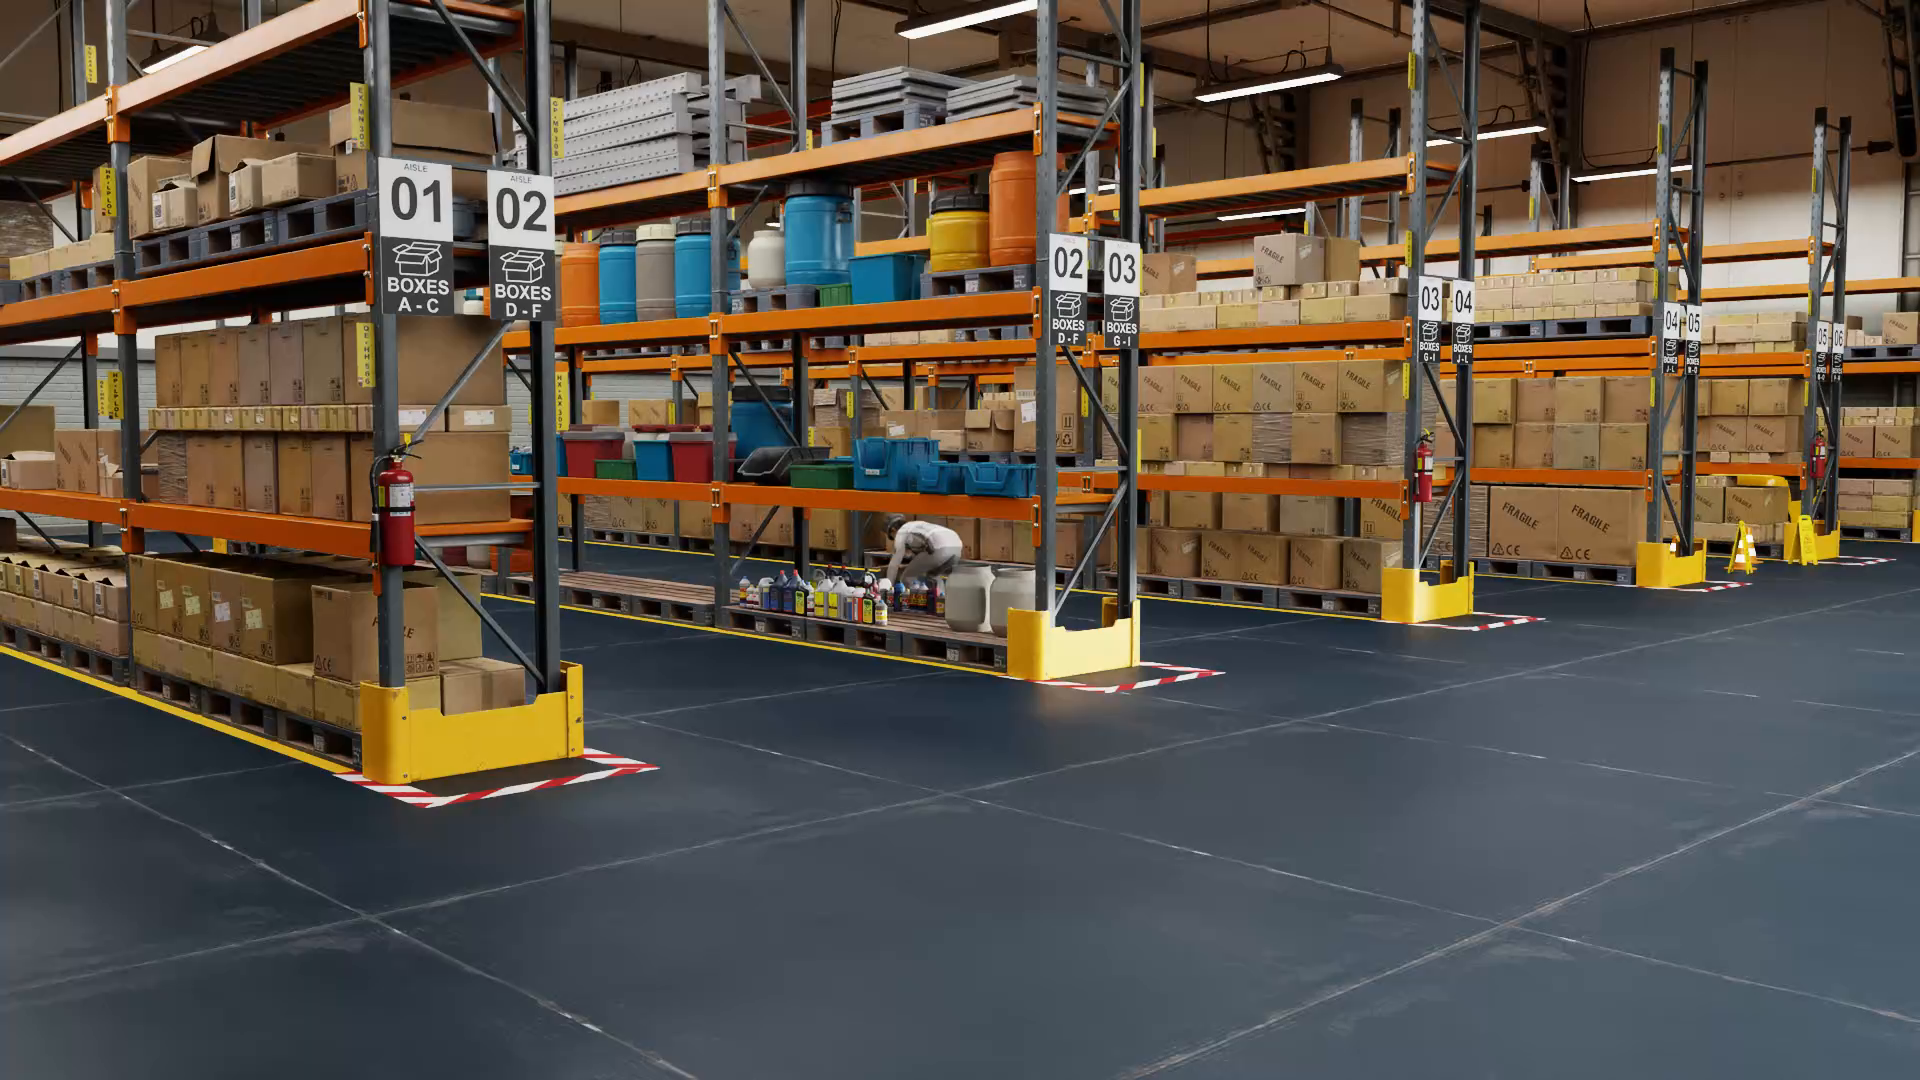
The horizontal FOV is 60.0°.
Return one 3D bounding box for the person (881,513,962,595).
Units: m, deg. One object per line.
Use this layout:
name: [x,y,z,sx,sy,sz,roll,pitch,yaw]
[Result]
person: [-0.383,0.244,15.953,0.915,0.984,0.468,4,6,43]
